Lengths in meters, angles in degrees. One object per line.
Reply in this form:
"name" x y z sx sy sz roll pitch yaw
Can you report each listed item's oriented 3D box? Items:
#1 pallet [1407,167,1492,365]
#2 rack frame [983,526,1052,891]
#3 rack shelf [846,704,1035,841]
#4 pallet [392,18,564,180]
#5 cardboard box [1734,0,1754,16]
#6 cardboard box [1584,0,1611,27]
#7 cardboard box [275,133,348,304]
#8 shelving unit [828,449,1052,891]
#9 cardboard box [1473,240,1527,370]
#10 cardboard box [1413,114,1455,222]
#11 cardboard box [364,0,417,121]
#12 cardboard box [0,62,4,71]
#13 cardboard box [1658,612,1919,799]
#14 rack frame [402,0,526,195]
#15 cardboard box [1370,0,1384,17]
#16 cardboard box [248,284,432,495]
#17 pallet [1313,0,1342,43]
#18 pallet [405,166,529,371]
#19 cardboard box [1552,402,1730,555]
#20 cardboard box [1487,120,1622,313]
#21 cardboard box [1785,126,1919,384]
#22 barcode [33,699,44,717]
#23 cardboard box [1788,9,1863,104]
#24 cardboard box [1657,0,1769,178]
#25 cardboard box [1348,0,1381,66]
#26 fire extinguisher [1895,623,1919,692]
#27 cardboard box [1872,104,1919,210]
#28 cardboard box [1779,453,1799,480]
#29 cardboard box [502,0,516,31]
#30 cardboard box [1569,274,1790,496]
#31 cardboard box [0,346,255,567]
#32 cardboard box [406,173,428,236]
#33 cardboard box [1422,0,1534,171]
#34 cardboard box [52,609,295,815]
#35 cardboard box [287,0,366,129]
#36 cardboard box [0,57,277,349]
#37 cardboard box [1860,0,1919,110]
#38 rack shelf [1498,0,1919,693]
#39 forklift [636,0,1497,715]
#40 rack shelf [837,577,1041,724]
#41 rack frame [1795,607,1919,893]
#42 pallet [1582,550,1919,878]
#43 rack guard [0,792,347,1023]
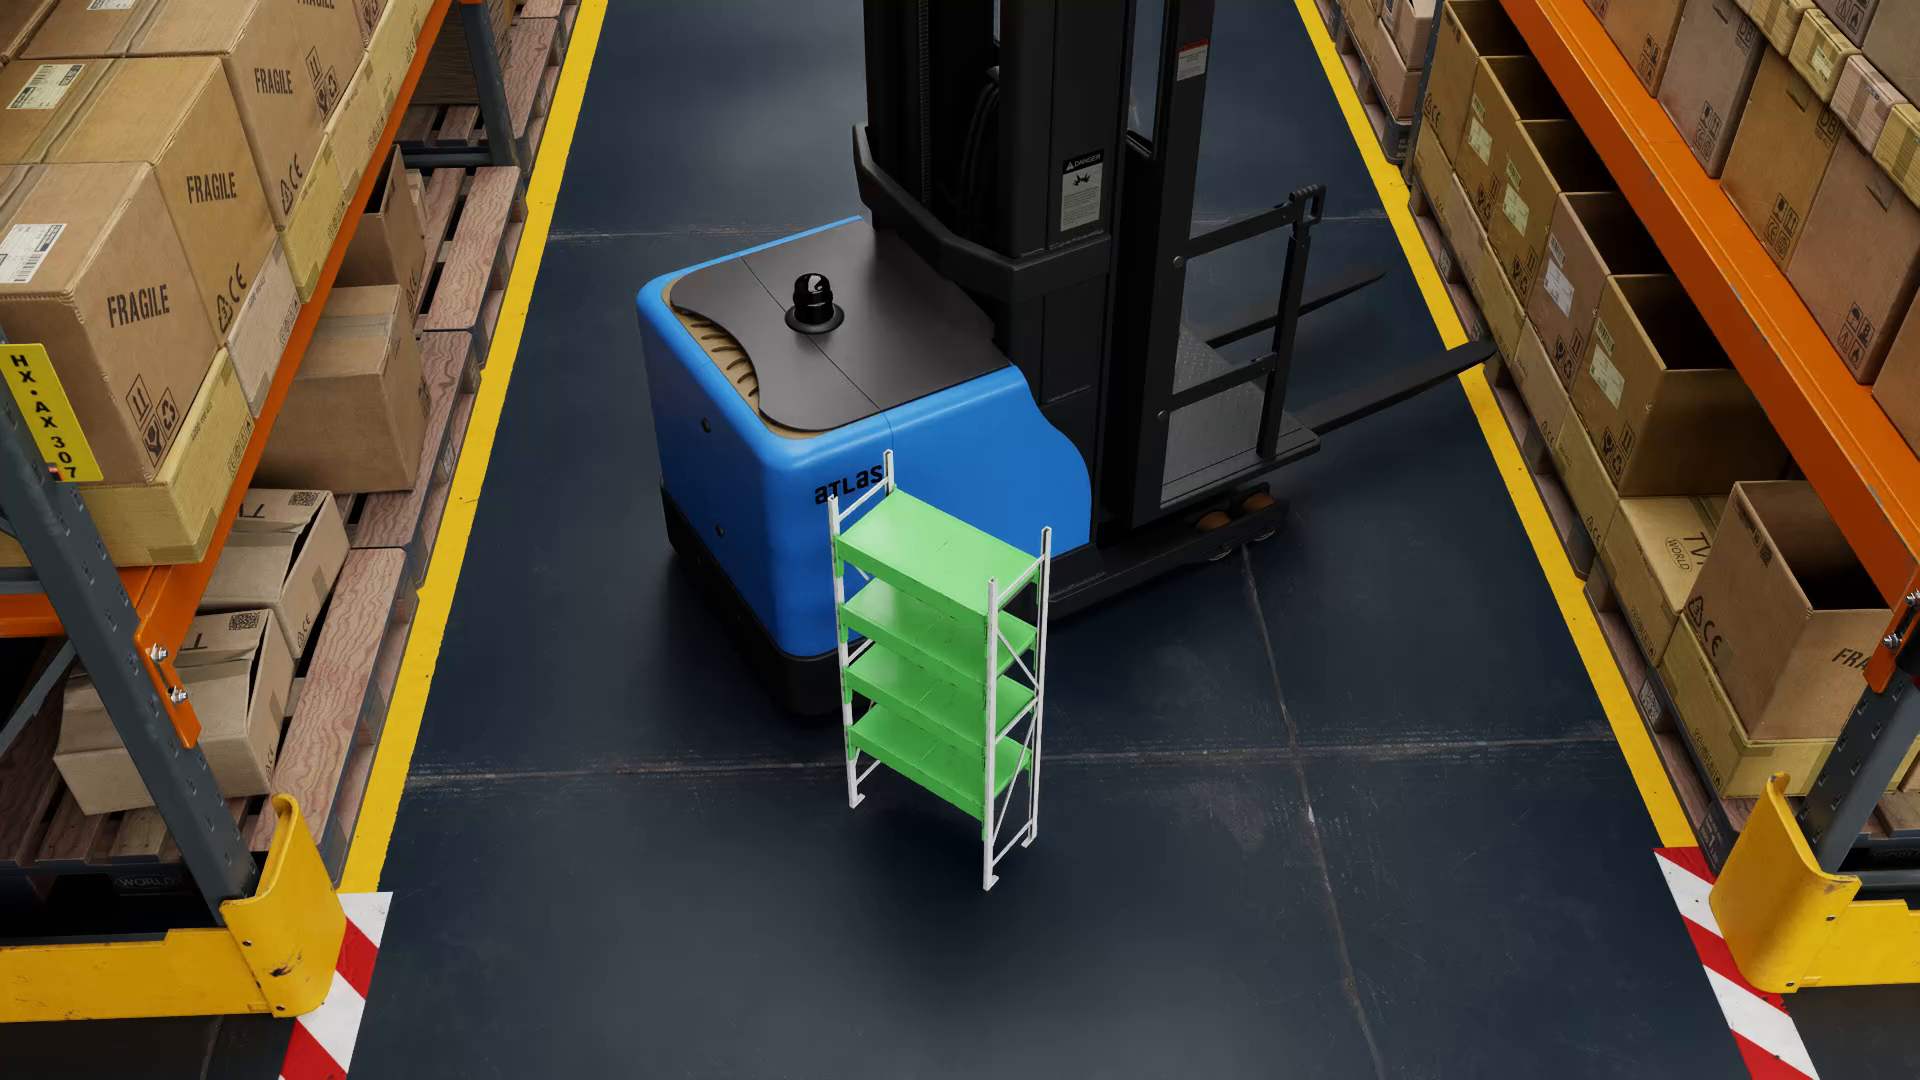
"pallet" 2.501 -1.181 6.882 1.003 0.211 1.213 -2 43 -2
"rack frame" 0.143 0.477 4.342 0.015 1.200 0.240 27 49 26
"rack shelf" -0.052 0.602 4.655 0.480 0.148 0.258 27 49 26
"pallet" -2.475 -2.100 7.884 1.003 0.211 1.213 -2 43 -2
"cardboard box" 2.404 -1.622 4.745 0.380 0.149 0.250 -2 43 -2
"cardboard box" 2.563 -2.128 5.778 0.700 0.500 0.500 -2 43 -2
"cardboard box" -2.026 -0.886 4.593 0.500 0.250 0.500 -2 43 -2
"shelving unit" -0.052 0.378 4.450 0.503 1.200 0.258 27 49 26
"cardboard box" 2.258 -0.891 6.226 0.500 0.250 0.500 -2 43 -2
"cardboard box" 2.226 -1.566 6.963 0.500 0.250 0.500 -2 43 -2
"cardboard box" -2.067 -1.567 5.336 0.500 0.250 0.500 -2 43 -2
"cardboard box" -2.514 -0.782 3.925 0.500 0.500 0.500 -1 43 -1
"cardboard box" 2.361 0.459 4.753 0.500 0.250 0.500 -2 43 -2
"rack frame" -2.440 -2.602 6.369 1.000 3.000 0.127 -2 43 -2
"cardboard box" 2.177 -2.711 7.797 0.500 0.311 0.500 -1 43 -1
"cardboard box" -2.215 -0.493 5.593 0.700 0.500 0.500 -4 43 -4
"pallet" 2.384 -3.041 8.911 1.003 0.211 1.213 -2 43 -2
"pallet" -2.376 -1.122 6.817 1.003 0.211 1.213 -2 43 -2
"cardboard box" 2.305 -0.216 5.489 0.500 0.250 0.500 -2 43 -2
"cardboard box" 2.258 -1.167 5.972 0.500 0.500 0.500 -2 43 -2
"cardboard box" 2.645 -0.753 4.278 0.700 0.500 0.500 -1 43 -1
"barcode" -2.610 0.454 4.693 0.001 0.075 0.075 -2 43 -2
"cardboard box" 2.429 -1.271 4.363 0.380 0.149 0.250 0 43 0
"cardboard box" 2.603 -1.444 5.031 0.700 0.500 0.500 0 43 -1
"cardboard box" 2.182 -2.501 7.983 0.500 0.250 0.500 -2 43 -2
"fire extinguisher" 2.220 0.075 3.505 0.296 0.674 0.183 -2 43 -2
"cardboard box" 2.449 -0.924 3.984 0.380 0.149 0.250 -2 43 -2
"cardboard box" 2.821 -0.507 5.252 0.500 0.500 0.500 -2 43 -2
"cardboard box" -2.560 -2.686 7.985 0.700 0.500 0.500 -2 43 -3
"cardboard box" 2.302 -0.492 5.236 0.500 0.500 0.500 -2 43 -2
"cardboard box" -1.974 -0.192 3.836 0.500 0.250 0.500 -3 43 -3
"cardboard box" -2.387 -1.359 6.784 0.380 0.166 0.250 -7 43 -7
"cardboard box" 2.216 -1.842 6.709 0.500 0.500 0.500 -2 43 -2
"cardboard box" -2.210 0.458 4.695 0.500 0.311 0.500 -6 43 -7
"cardboard box" -2.051 -1.492 4.699 0.500 0.500 0.500 0 43 0
"cardboard box" -2.001 -0.795 3.939 0.500 0.500 0.500 -2 43 -2
"cardboard box" 2.642 -1.267 3.879 0.700 0.500 0.500 -3 43 -3
"rack shelf" 2.594 -1.131 5.297 1.077 0.370 4.000 -2 43 -2
"forklift" 0.536 -1.297 4.996 3.031 2.935 1.130 -22 47 -22
"rack shelf" -0.052 0.248 4.331 0.480 0.148 0.258 27 49 26
"rack frame" 2.679 -0.046 3.580 1.000 3.000 0.127 -2 43 -2
"pallet" 2.605 0.467 5.085 1.003 0.211 1.213 -2 43 -2
"rack guard" -2.273 0.969 4.323 1.175 0.500 0.348 -2 43 -2
